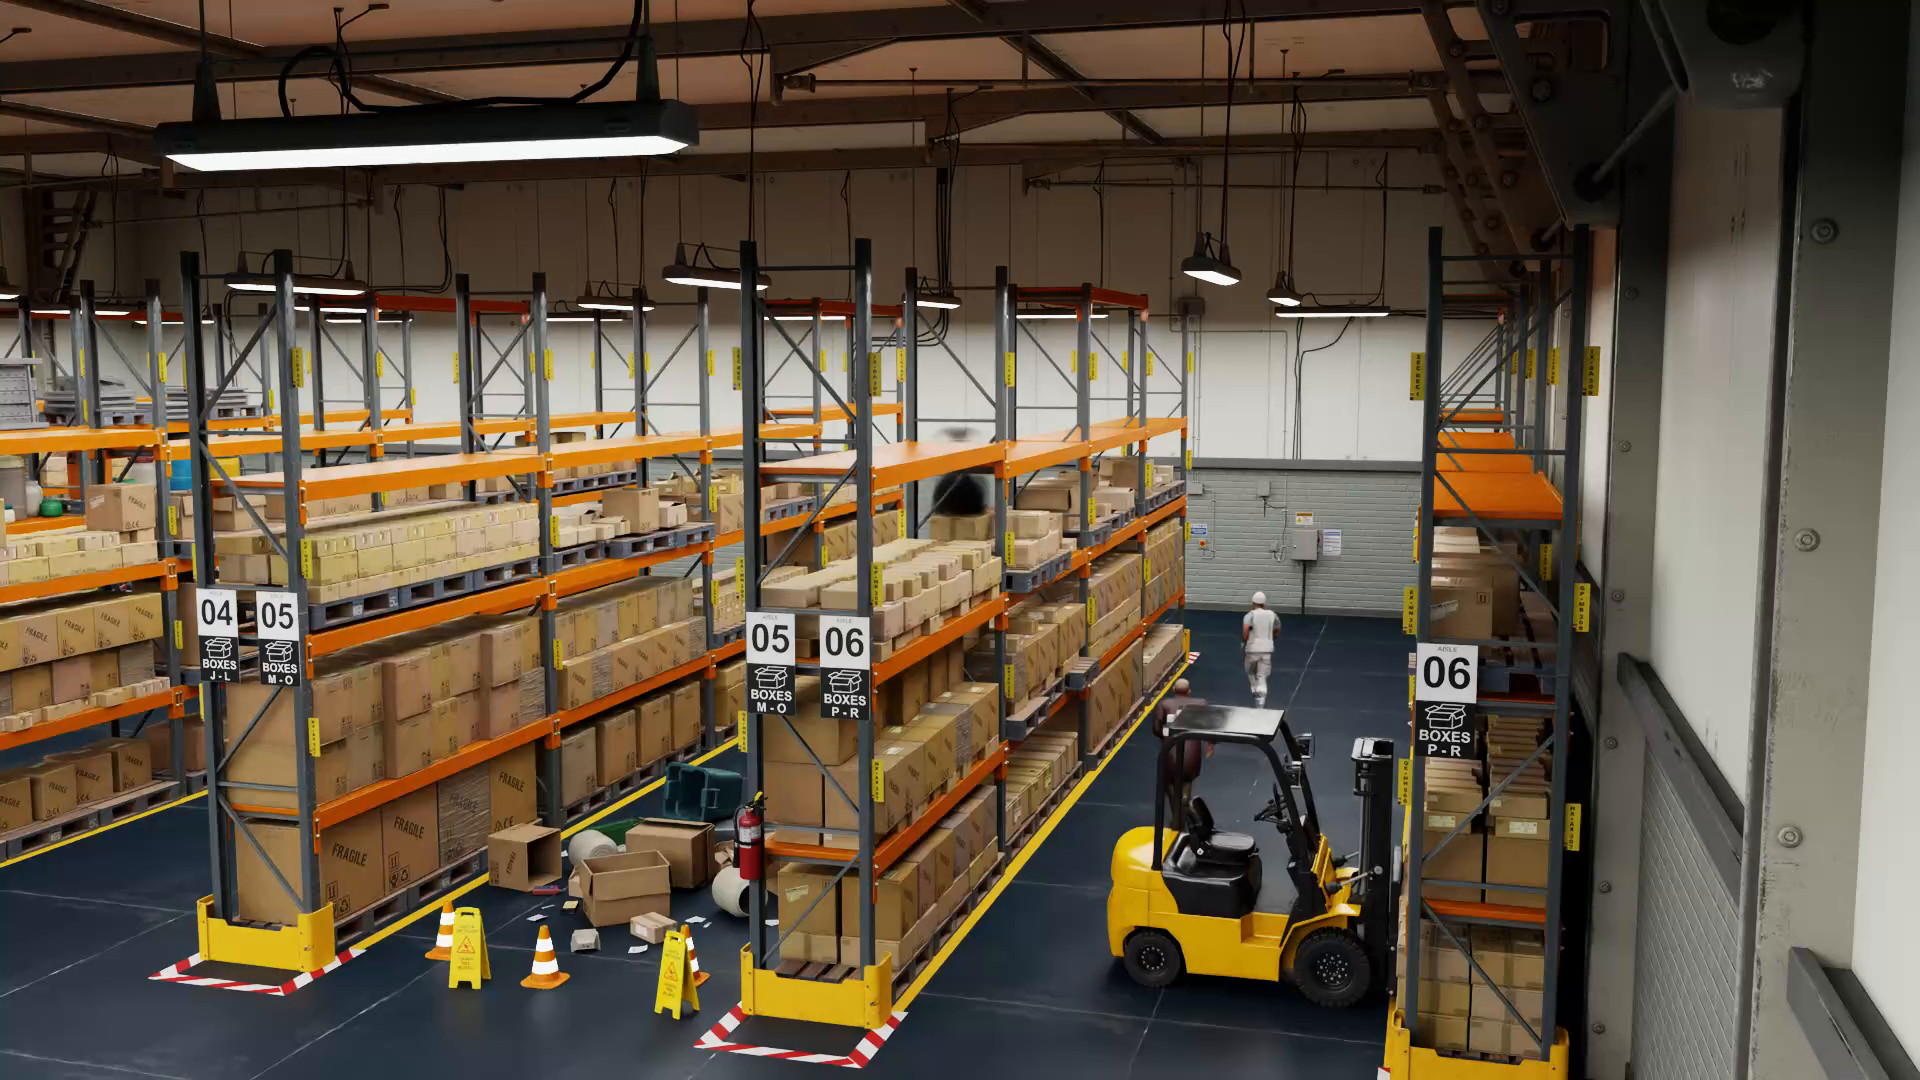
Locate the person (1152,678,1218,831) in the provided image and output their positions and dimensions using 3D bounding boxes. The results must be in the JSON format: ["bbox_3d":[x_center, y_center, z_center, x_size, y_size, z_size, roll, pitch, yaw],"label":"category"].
[{"bbox_3d":[2.469,2.355,18.176,0.740,1.595,0.885,1,6,7],"label":"person"}]

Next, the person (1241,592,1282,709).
[{"bbox_3d":[4.311,1.637,23.689,0.620,1.764,0.855,0,6,-1],"label":"person"}]
